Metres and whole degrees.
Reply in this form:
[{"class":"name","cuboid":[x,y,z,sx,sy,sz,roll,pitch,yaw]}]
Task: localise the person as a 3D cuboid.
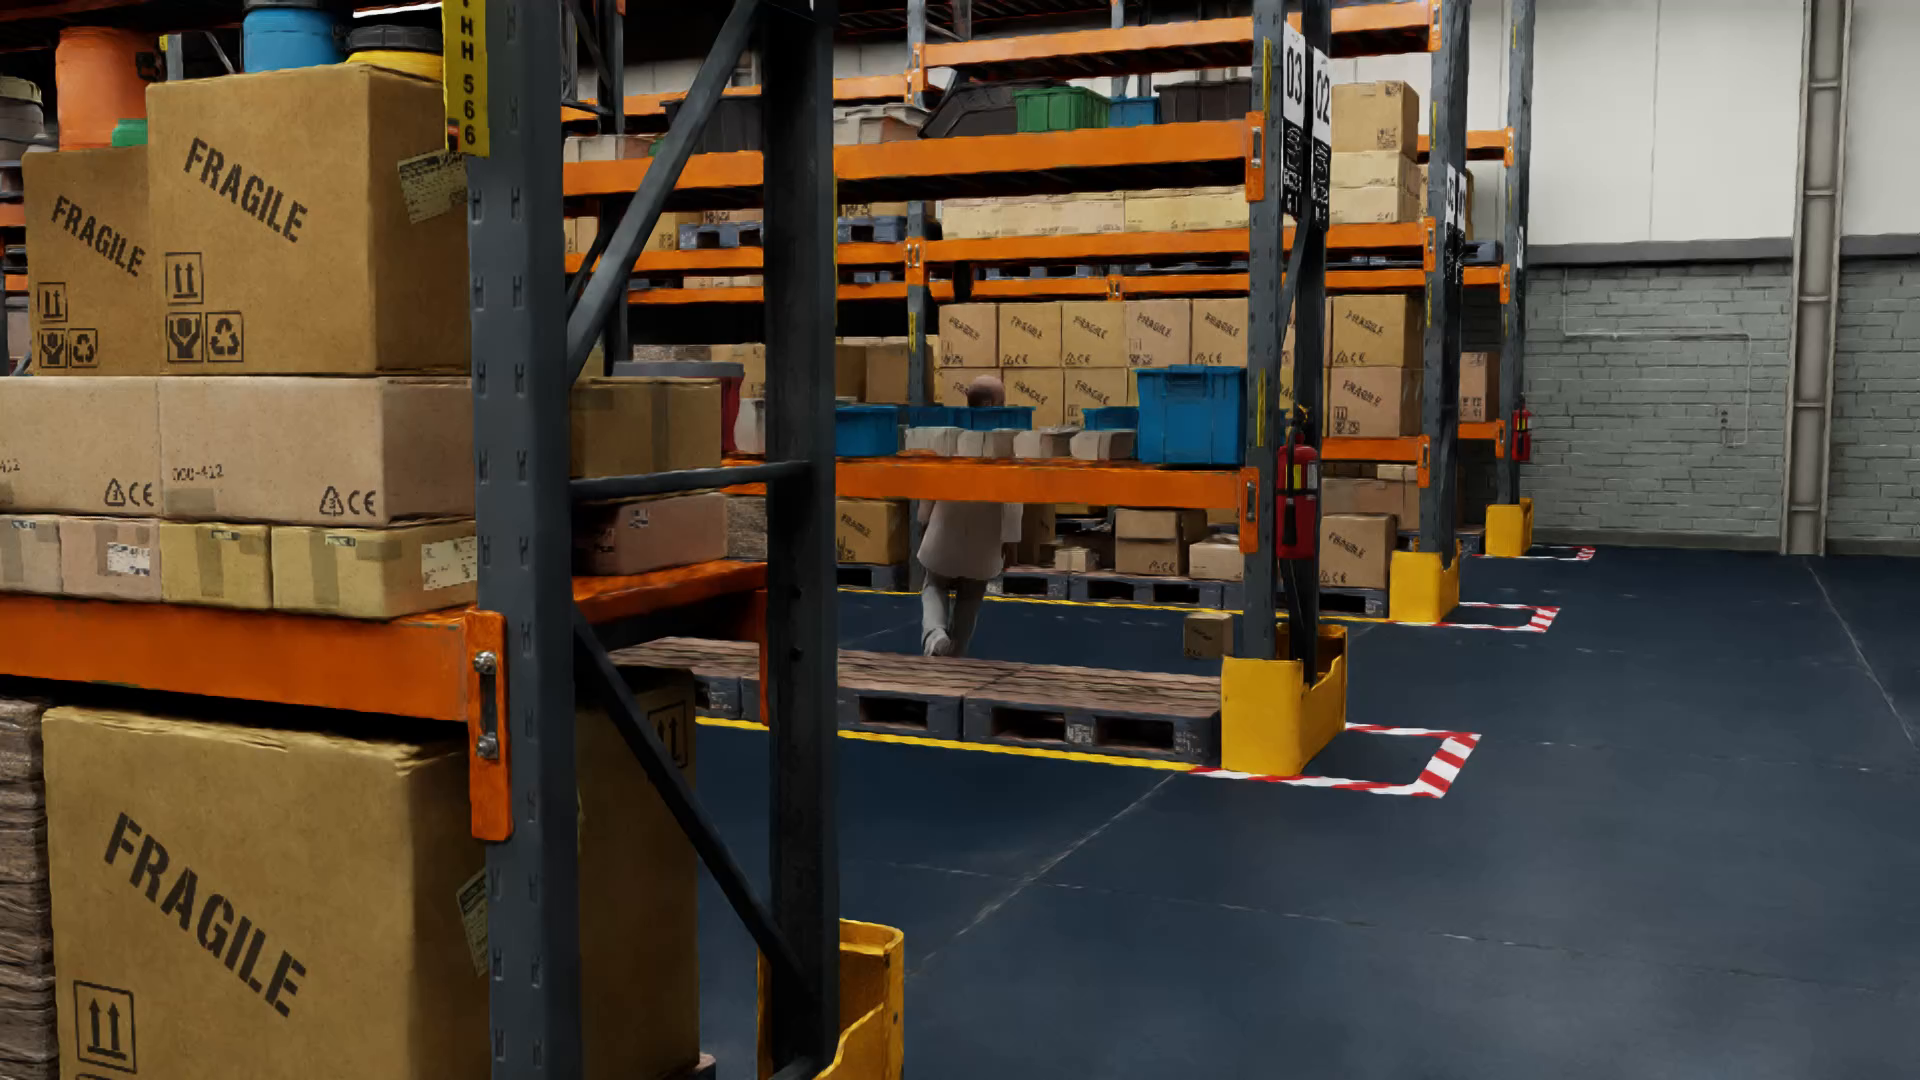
[{"class":"person","cuboid":[0.059,-0.048,9.229,0.626,1.728,0.715,1,5,7]}]
